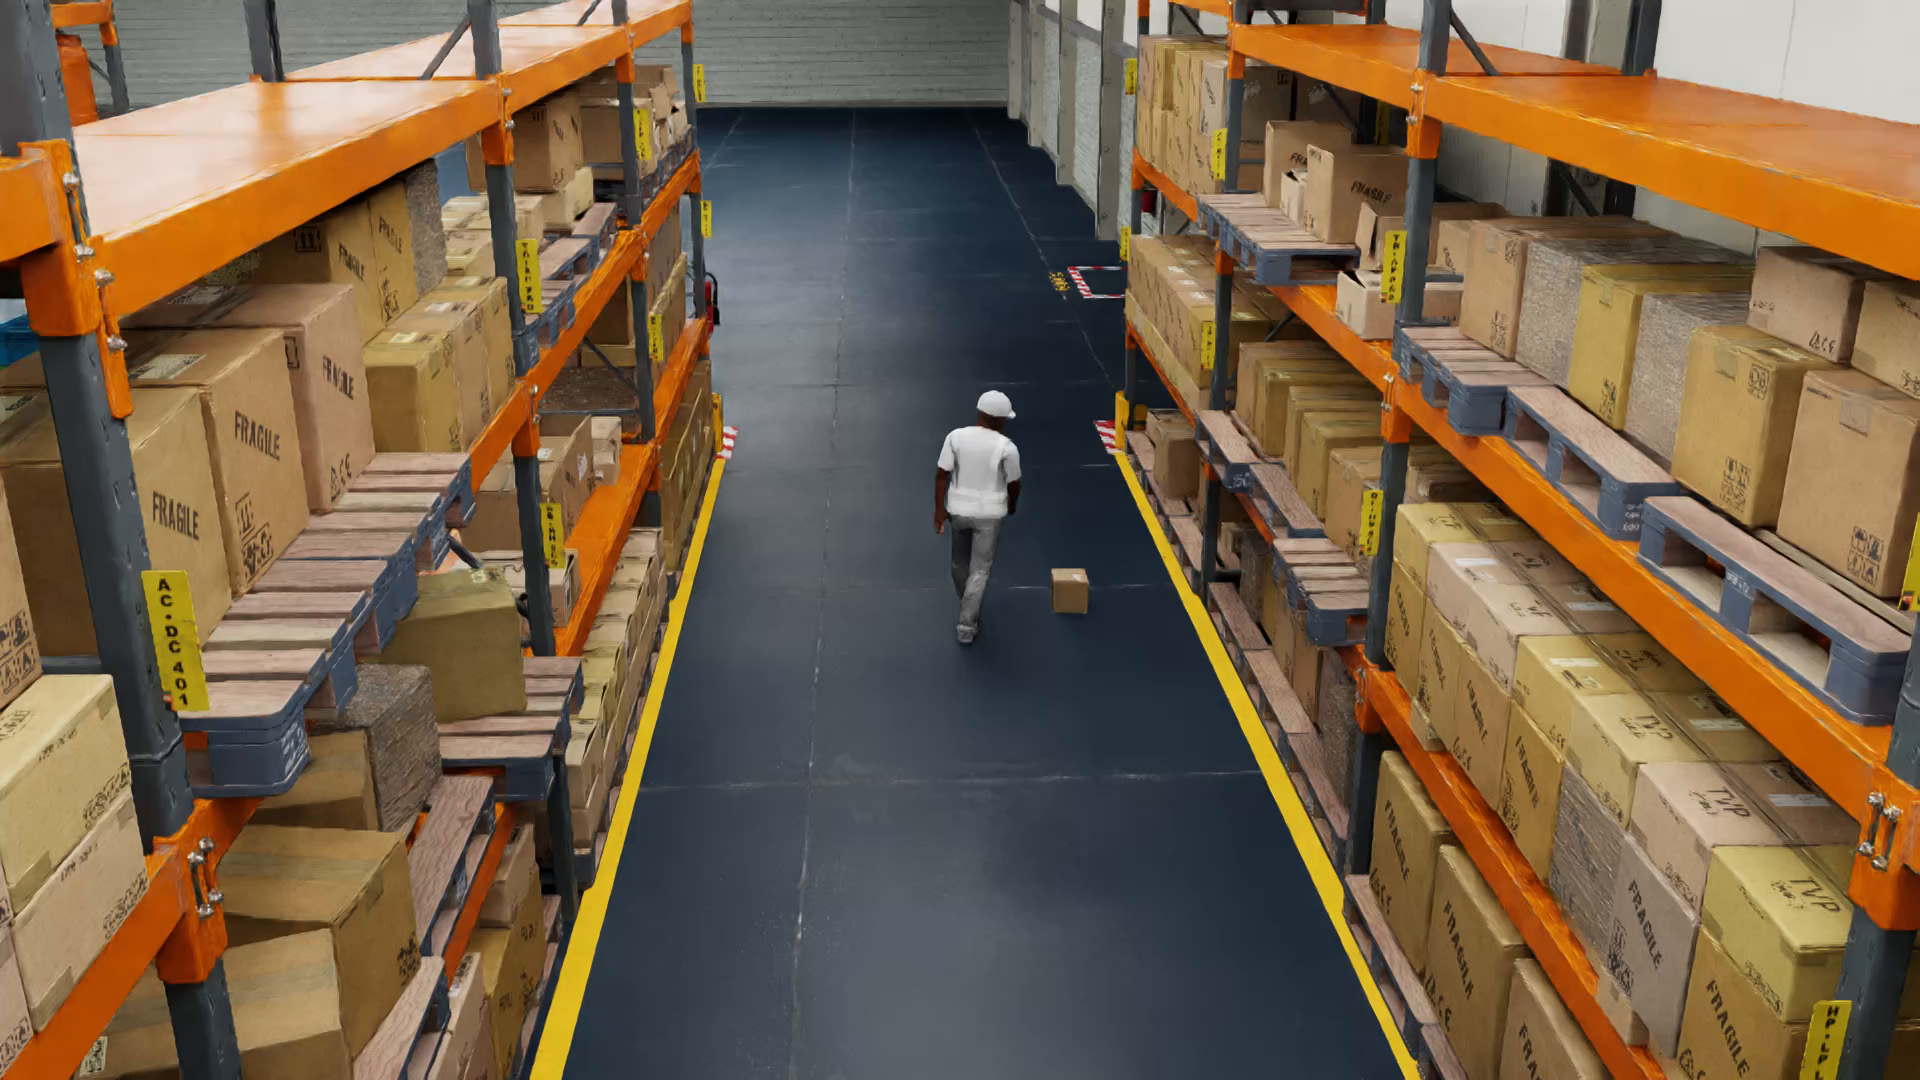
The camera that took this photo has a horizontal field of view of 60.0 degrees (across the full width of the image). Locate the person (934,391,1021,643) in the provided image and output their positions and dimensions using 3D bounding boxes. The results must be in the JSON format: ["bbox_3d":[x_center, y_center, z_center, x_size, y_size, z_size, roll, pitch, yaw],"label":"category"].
[{"bbox_3d":[0.165,-0.228,11.645,0.584,1.726,0.882,9,22,22],"label":"person"}]
